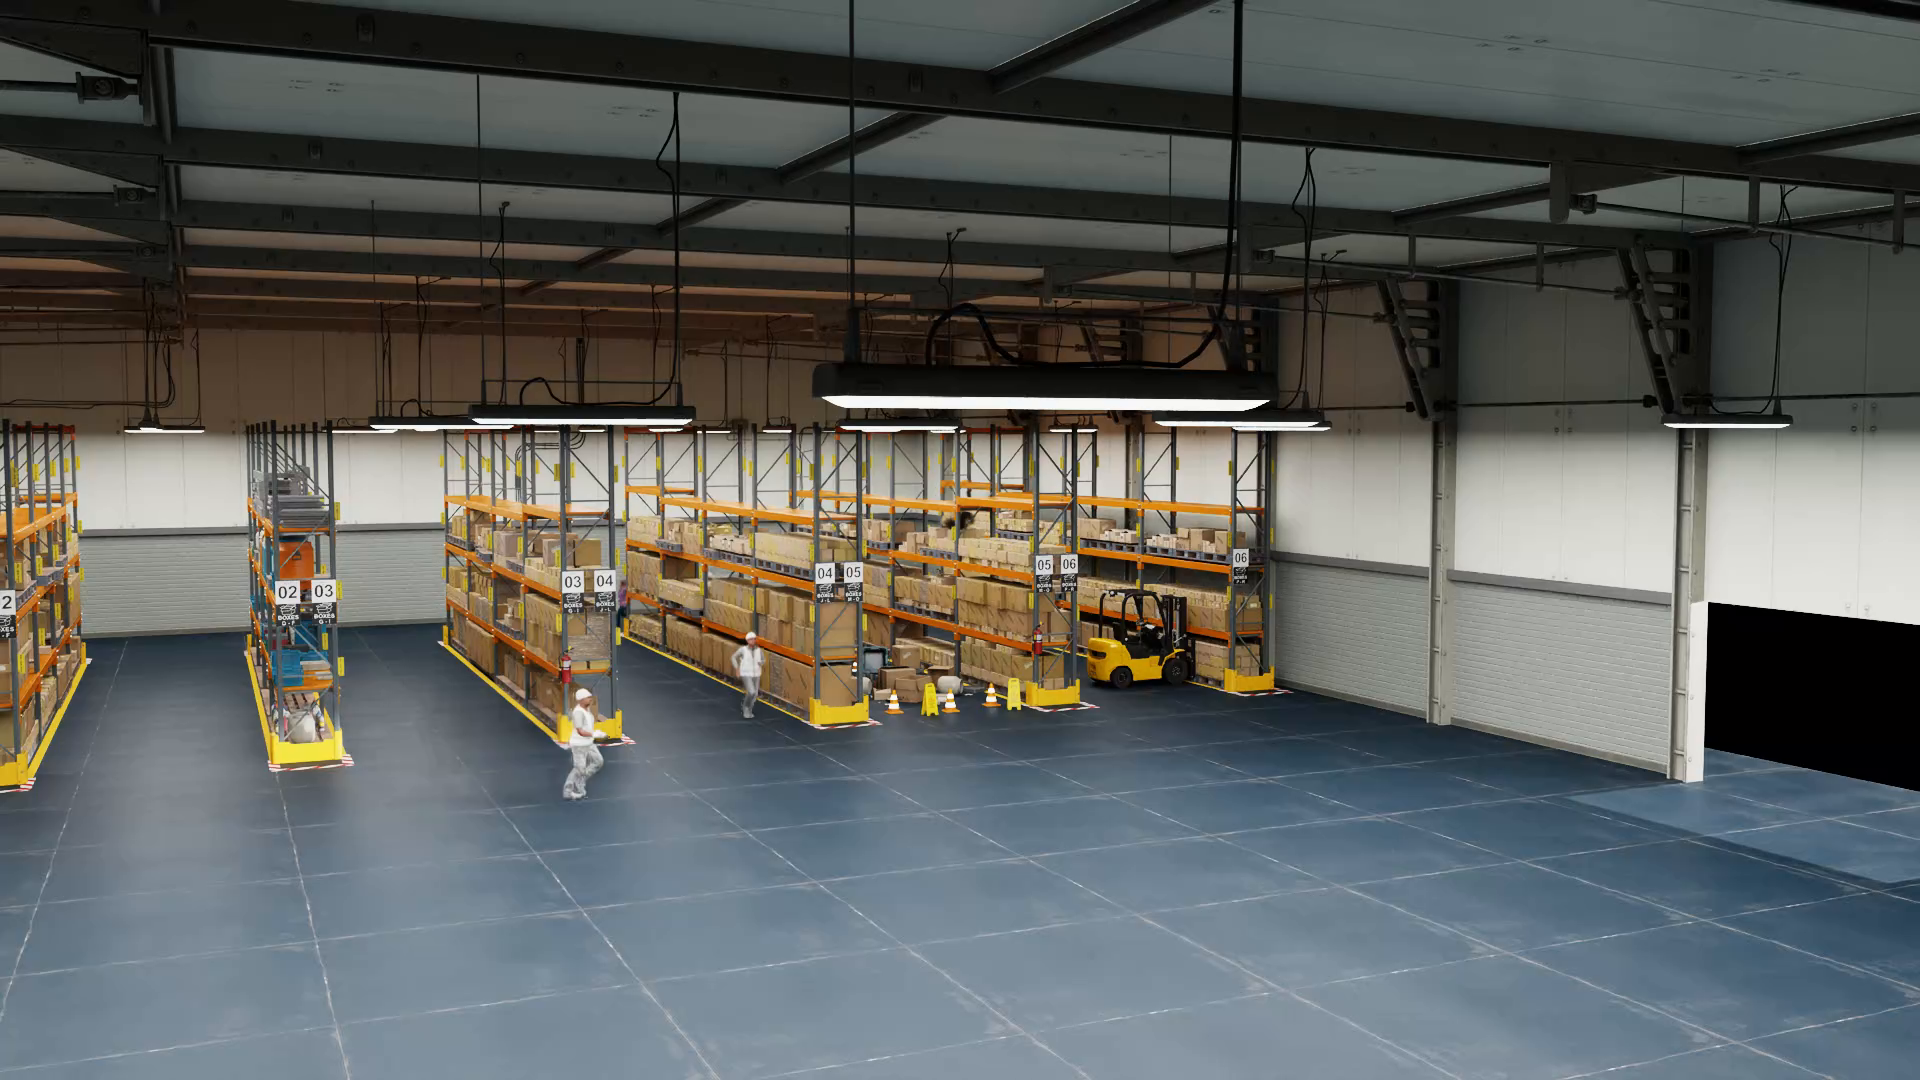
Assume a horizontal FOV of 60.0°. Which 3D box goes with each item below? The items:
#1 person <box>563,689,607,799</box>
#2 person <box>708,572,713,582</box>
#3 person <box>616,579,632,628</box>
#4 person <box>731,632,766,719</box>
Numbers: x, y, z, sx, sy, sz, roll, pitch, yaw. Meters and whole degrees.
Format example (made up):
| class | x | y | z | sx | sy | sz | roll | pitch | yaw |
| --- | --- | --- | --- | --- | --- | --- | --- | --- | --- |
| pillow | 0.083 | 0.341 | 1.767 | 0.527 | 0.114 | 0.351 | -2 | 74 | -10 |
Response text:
| class | x | y | z | sx | sy | sz | roll | pitch | yaw |
| --- | --- | --- | --- | --- | --- | --- | --- | --- | --- |
| person | -5.889 | 3.197 | 26.137 | 0.732 | 1.734 | 0.661 | 0 | 4 | 4 |
| person | -7.230 | 1.807 | 47.917 | 0.658 | 1.770 | 1.005 | -3 | 5 | -39 |
| person | -9.872 | 1.906 | 48.973 | 0.737 | 1.517 | 0.616 | -2 | 4 | -28 |
| person | -4.214 | 2.739 | 33.554 | 0.639 | 1.749 | 0.642 | -2 | 4 | -34 |
